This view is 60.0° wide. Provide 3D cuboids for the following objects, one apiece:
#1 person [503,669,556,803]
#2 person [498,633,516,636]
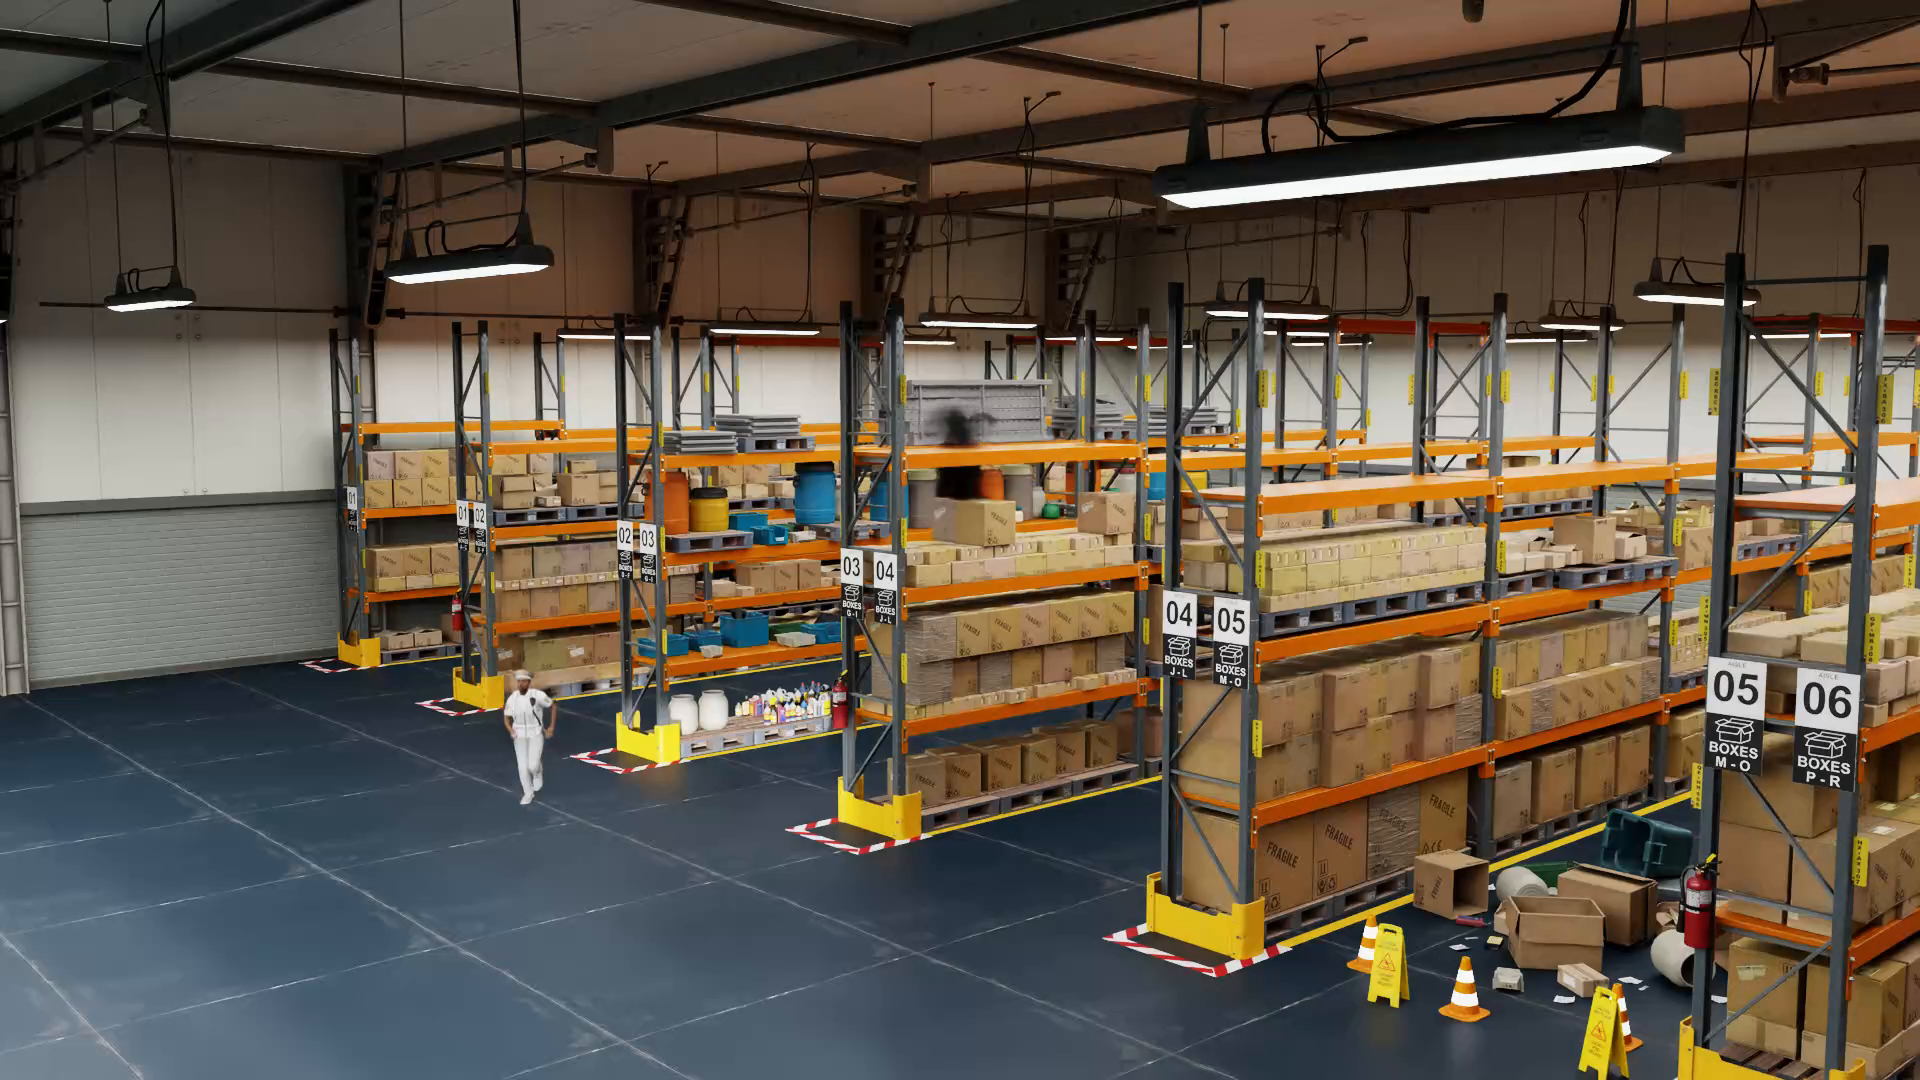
[{"bbox_3d":[-5.196,2.371,20.033,0.601,1.660,0.615,0,6,-1],"label":"person"},{"bbox_3d":[-7.751,1.568,28.237,0.549,1.680,0.702,4,7,32],"label":"person"}]
